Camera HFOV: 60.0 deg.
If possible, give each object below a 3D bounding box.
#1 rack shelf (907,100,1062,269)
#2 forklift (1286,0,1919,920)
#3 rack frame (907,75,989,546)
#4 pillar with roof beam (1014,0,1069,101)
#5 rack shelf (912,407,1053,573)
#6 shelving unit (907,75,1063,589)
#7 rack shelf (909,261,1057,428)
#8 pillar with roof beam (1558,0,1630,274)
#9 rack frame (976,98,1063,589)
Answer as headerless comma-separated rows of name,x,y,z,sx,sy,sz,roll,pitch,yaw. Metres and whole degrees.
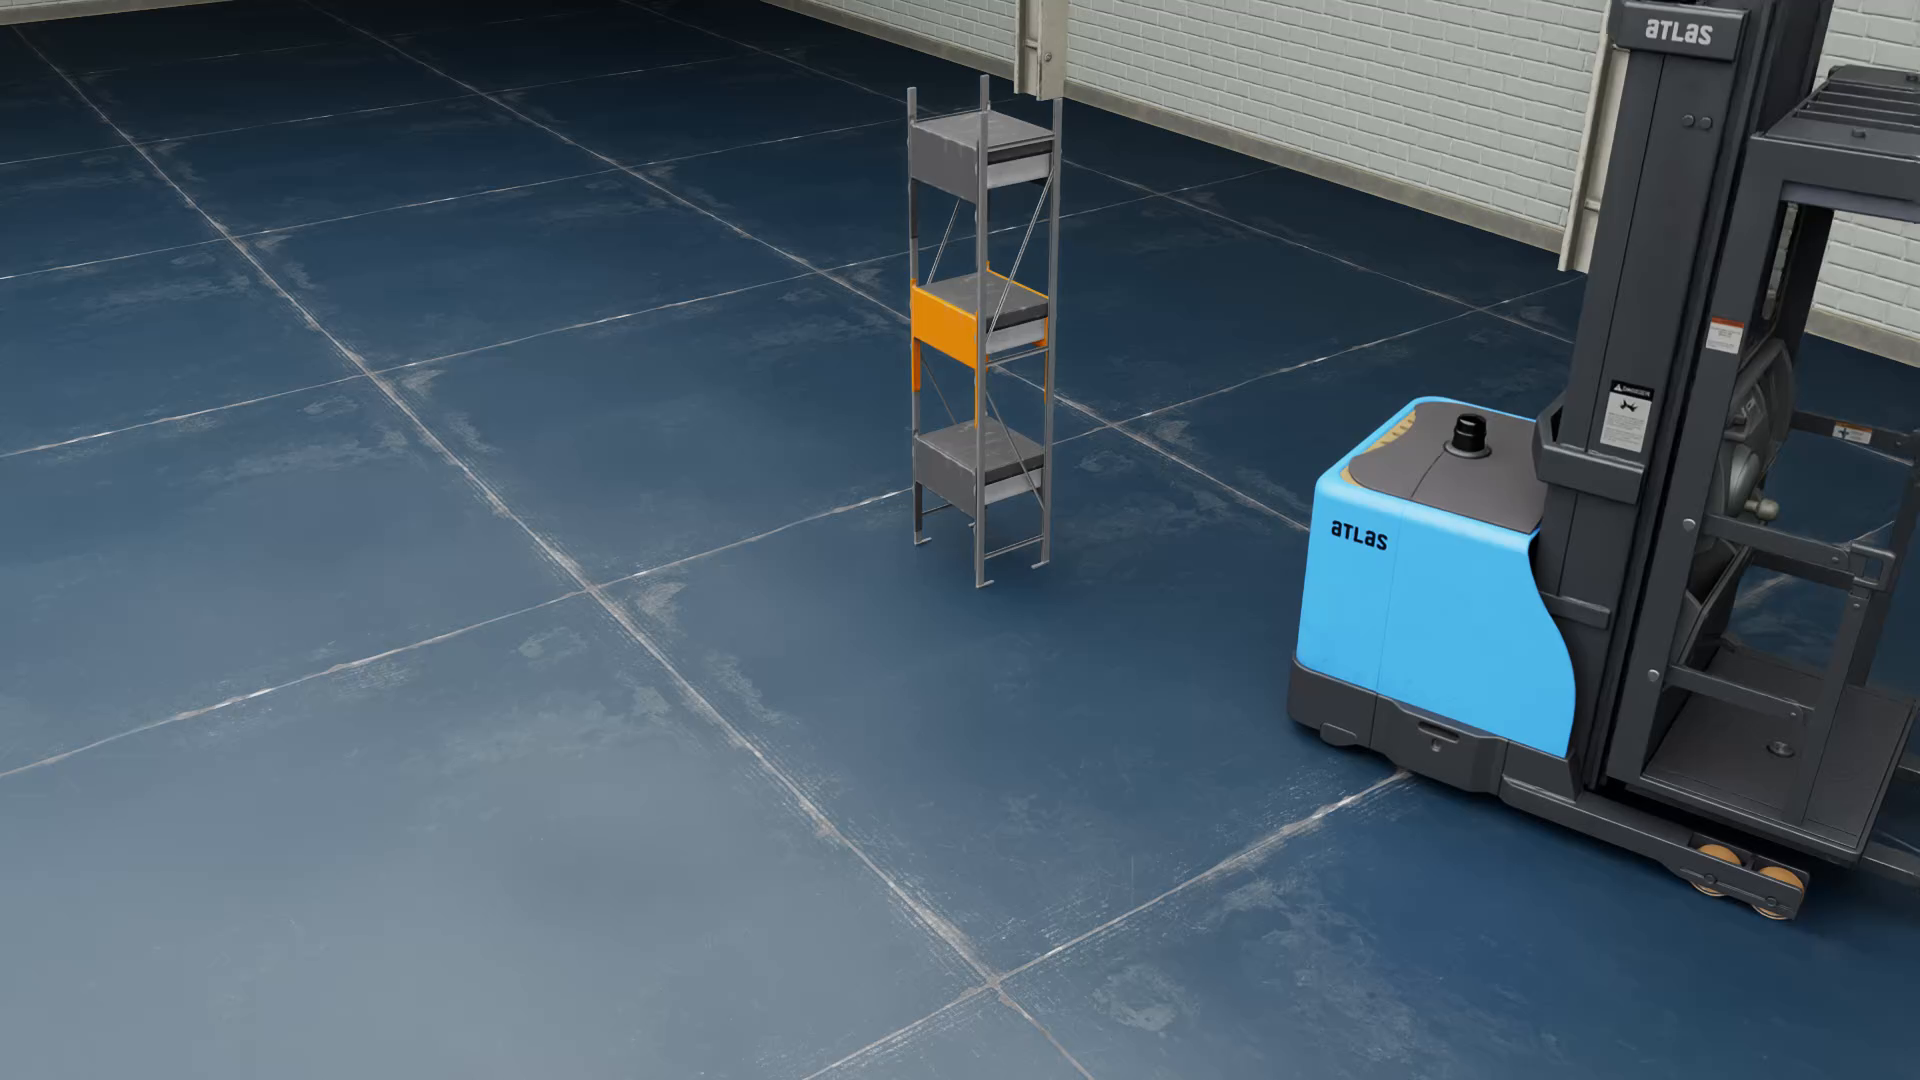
rack shelf,0.096,-1.461,6.803,0.431,0.518,0.480,-19,34,-31
forklift,2.745,-0.333,5.292,3.031,2.935,1.130,19,34,31
rack frame,-0.046,-0.953,7.305,0.400,2.100,0.015,-19,34,-31
pillar with roof beam,-2.773,-6.864,10.961,9.100,9.000,0.400,-19,34,-31
rack shelf,0.096,-0.231,7.471,0.431,0.518,0.480,-19,34,-31
shelving unit,0.096,-0.858,7.130,0.431,2.100,0.503,-19,34,-31
rack shelf,0.096,-0.846,7.137,0.431,0.518,0.480,-19,34,-31
pillar with roof beam,0.708,-4.532,6.666,9.100,9.000,0.400,-19,34,-31
rack frame,0.238,-0.763,6.956,0.400,2.100,0.015,-19,34,-31
